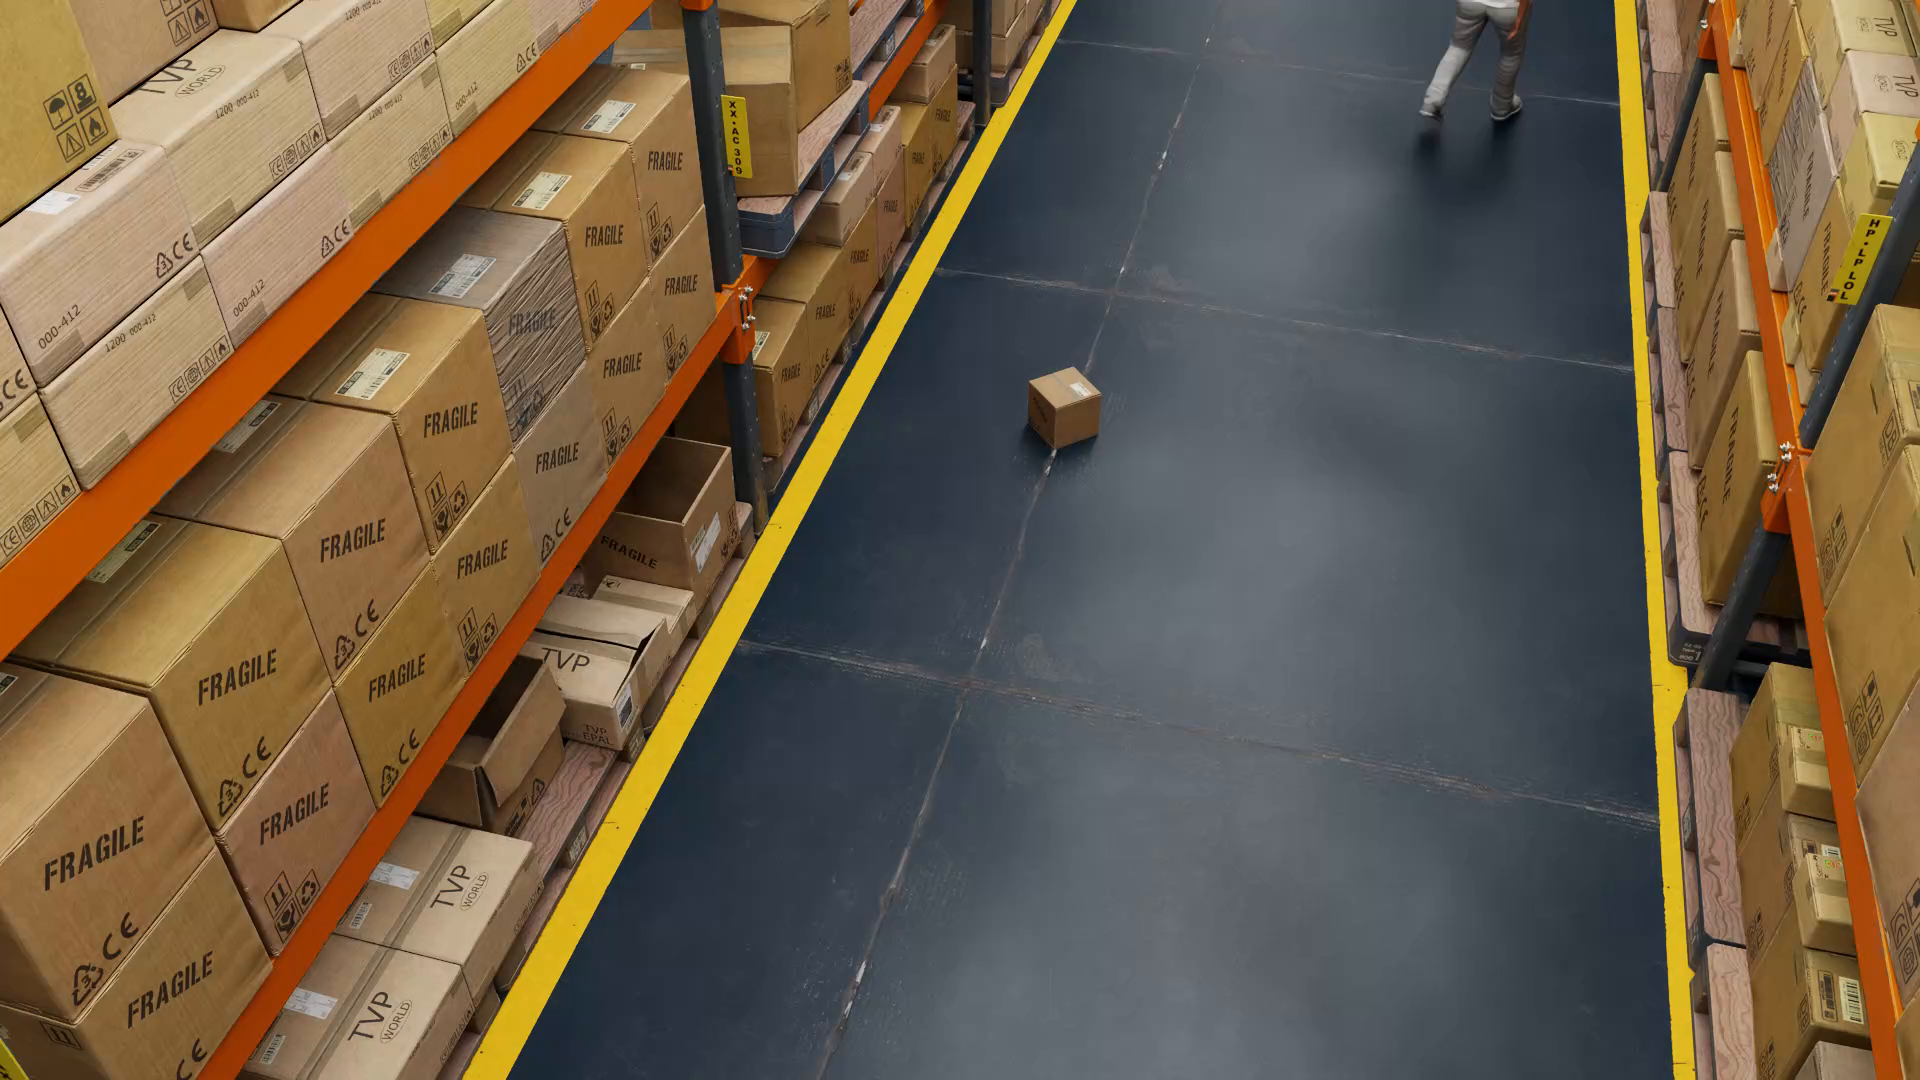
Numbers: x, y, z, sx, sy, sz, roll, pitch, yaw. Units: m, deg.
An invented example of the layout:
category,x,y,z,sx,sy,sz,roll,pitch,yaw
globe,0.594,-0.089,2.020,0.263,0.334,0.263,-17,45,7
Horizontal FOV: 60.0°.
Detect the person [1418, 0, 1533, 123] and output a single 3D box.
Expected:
category,x,y,z,sx,sy,sz,roll,pitch,yaw
person,3.169,-3.205,9.797,0.474,1.628,0.837,26,47,26
